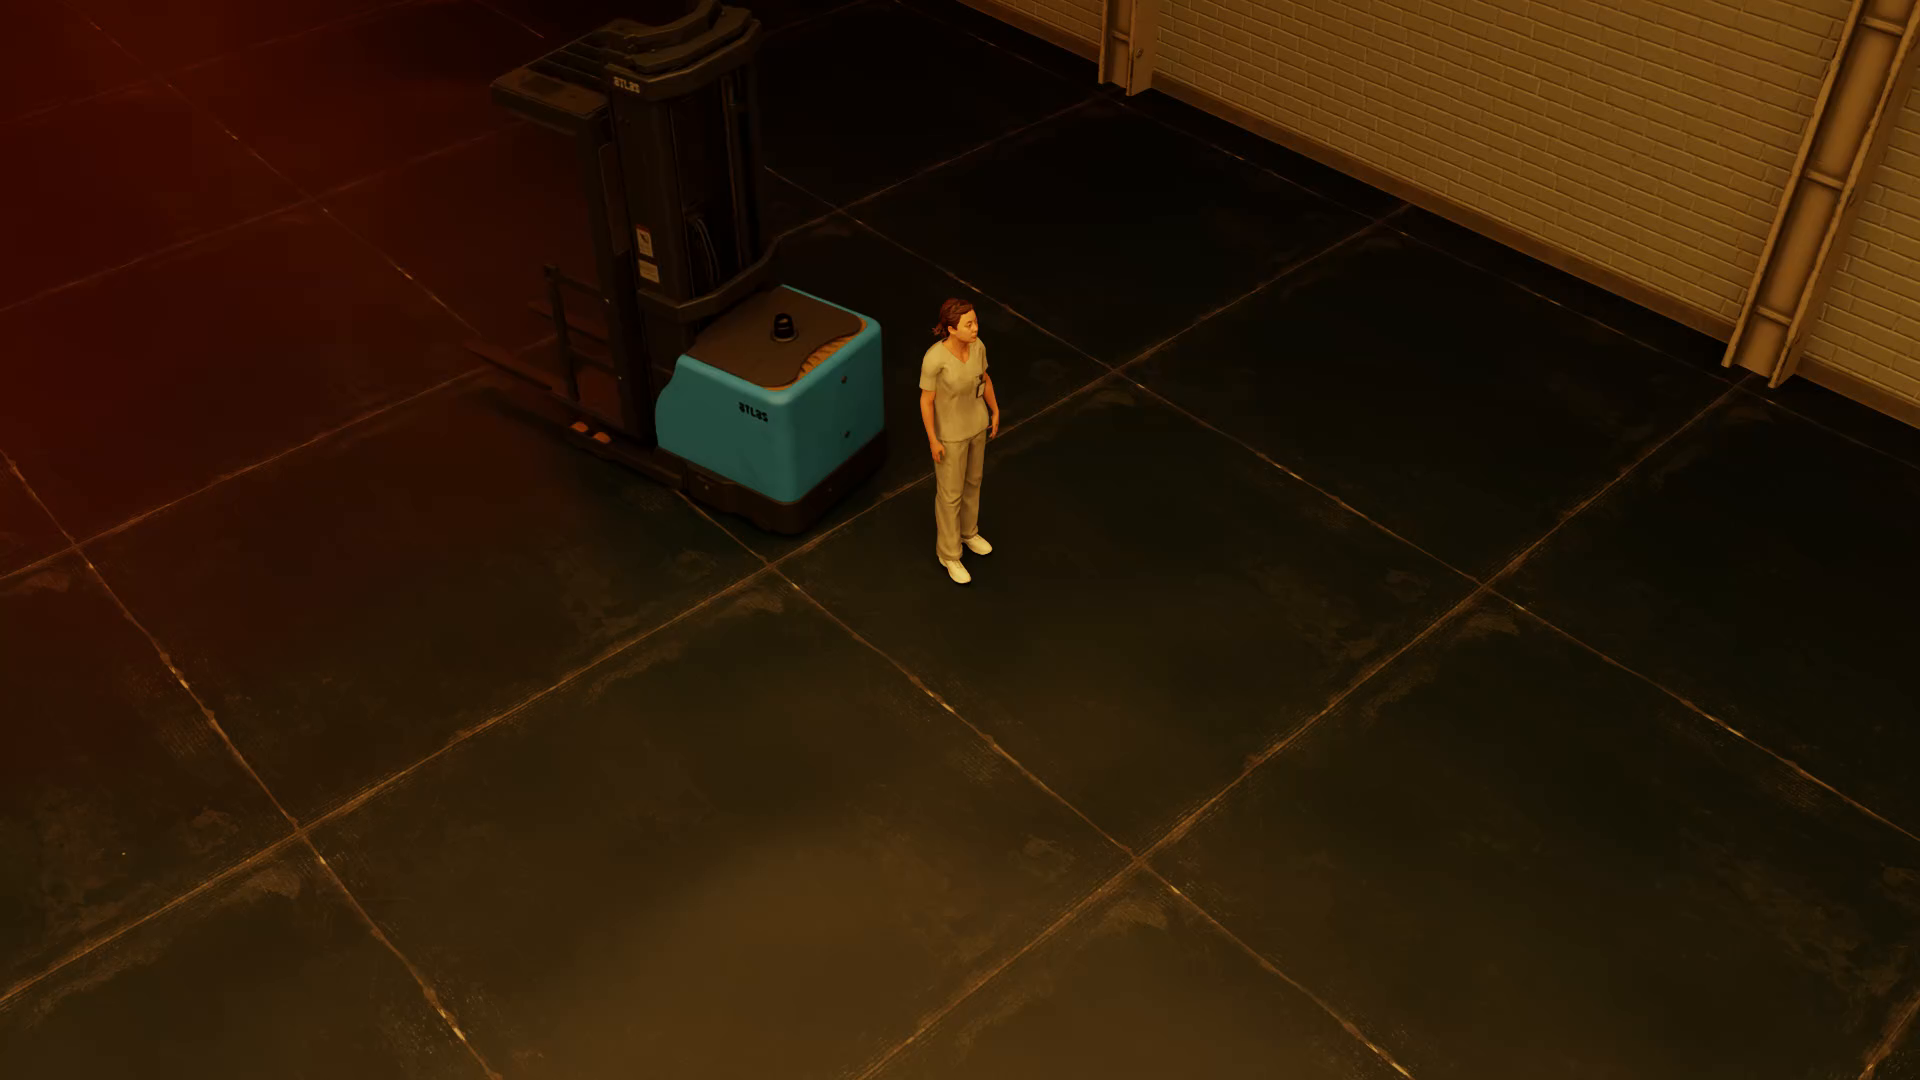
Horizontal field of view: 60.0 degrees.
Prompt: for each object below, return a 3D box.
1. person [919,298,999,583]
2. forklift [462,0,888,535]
[{"bbox_3d":[0.040,-0.598,9.552,0.549,1.675,0.549,-31,50,-31],"label":"person"},{"bbox_3d":[-1.965,-1.900,10.110,3.031,2.935,1.130,24,46,25],"label":"forklift"}]
